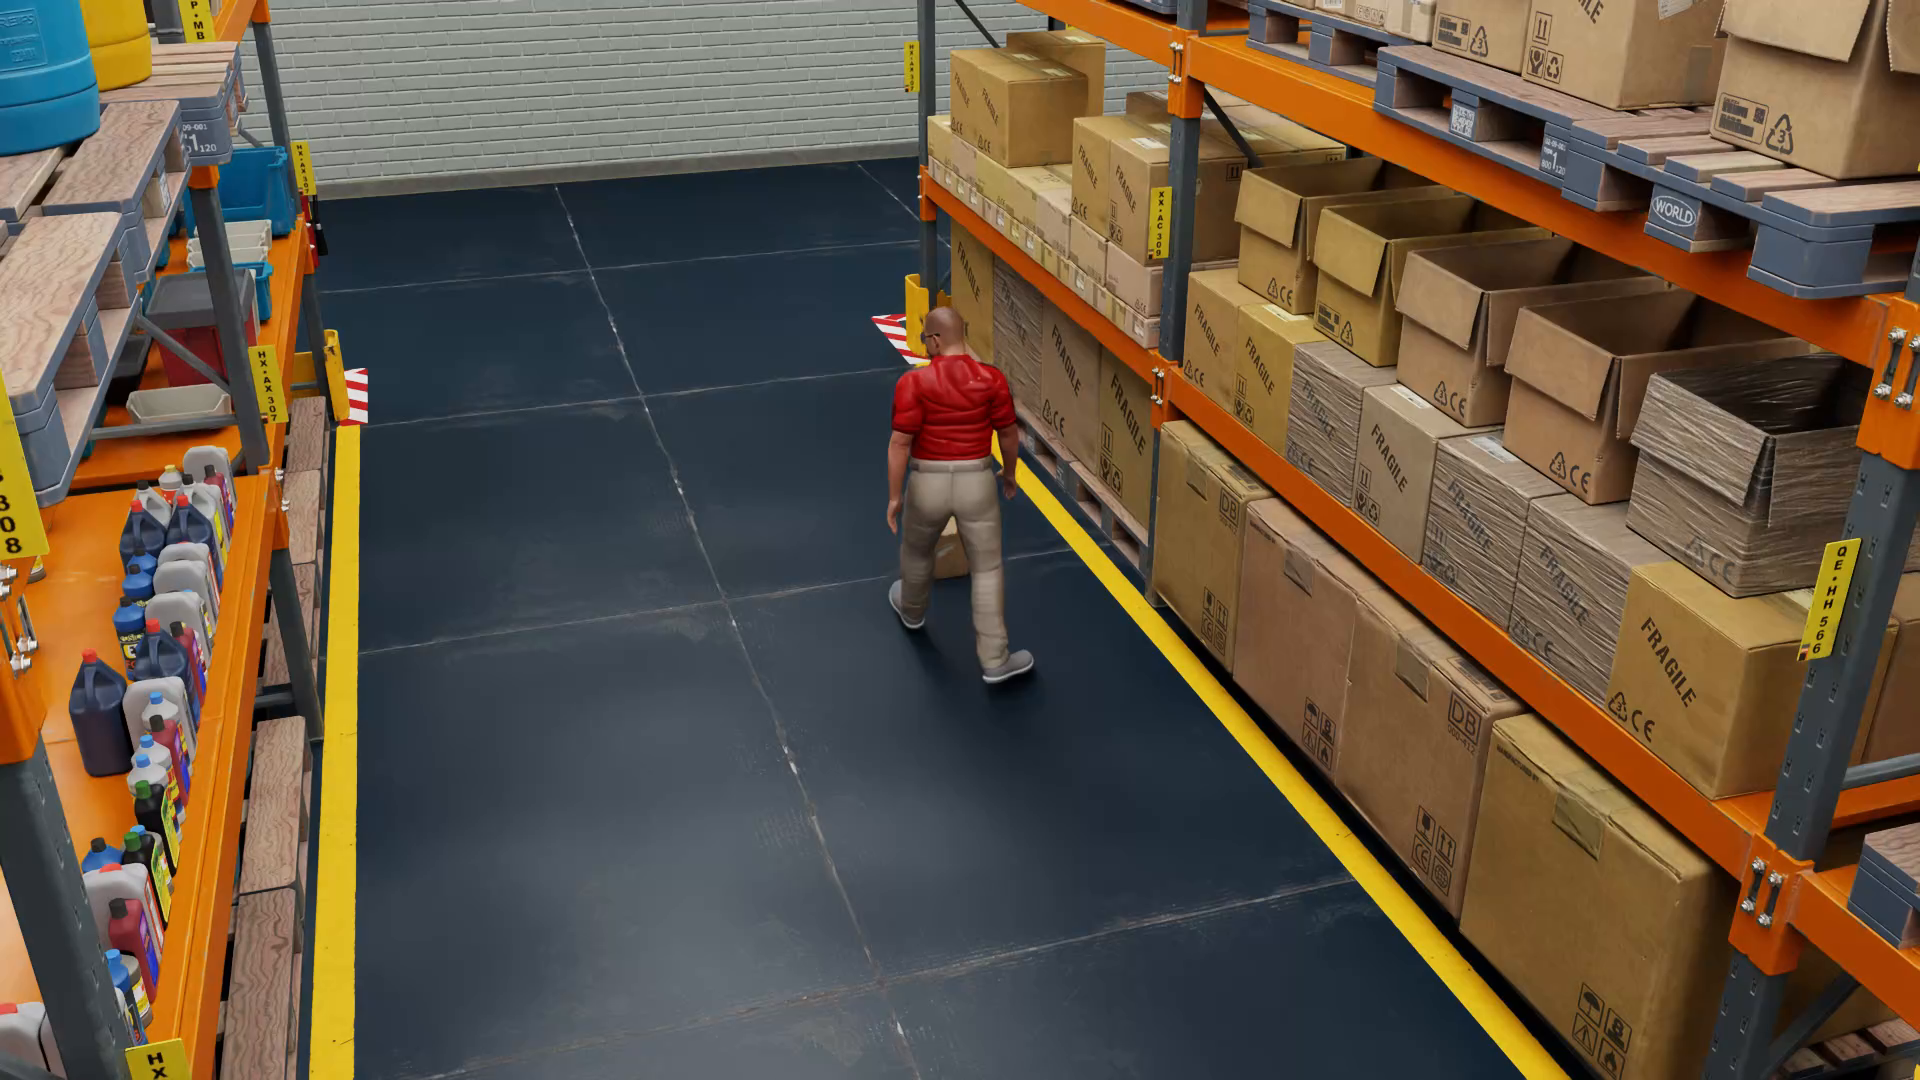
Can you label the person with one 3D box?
[{"bbox_3d":[-0.005,-0.252,7.651,0.687,1.688,0.913,-1,26,-1],"label":"person"}]
